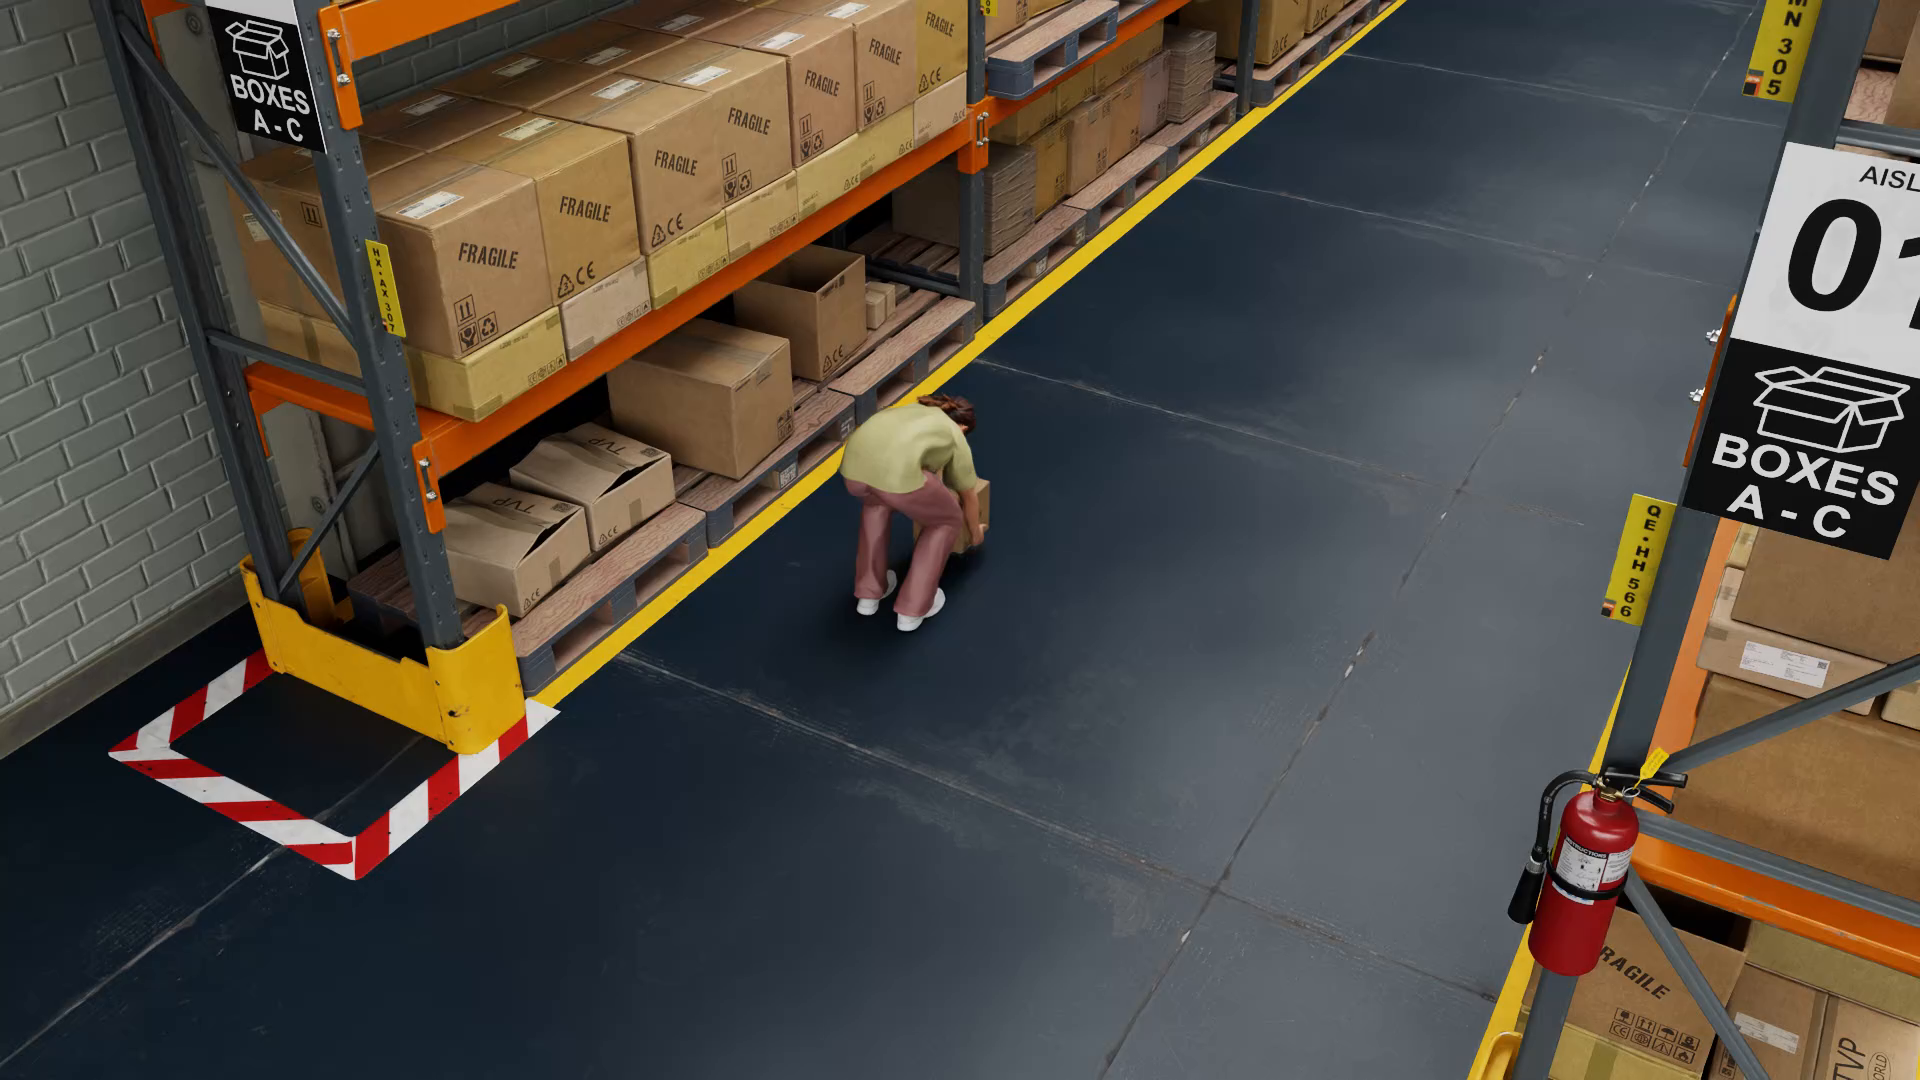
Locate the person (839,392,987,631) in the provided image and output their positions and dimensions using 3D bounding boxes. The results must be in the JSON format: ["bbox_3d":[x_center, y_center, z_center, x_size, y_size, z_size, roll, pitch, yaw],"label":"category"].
[{"bbox_3d":[-0.182,-0.188,7.067,0.461,0.947,0.855,16,37,22],"label":"person"}]
